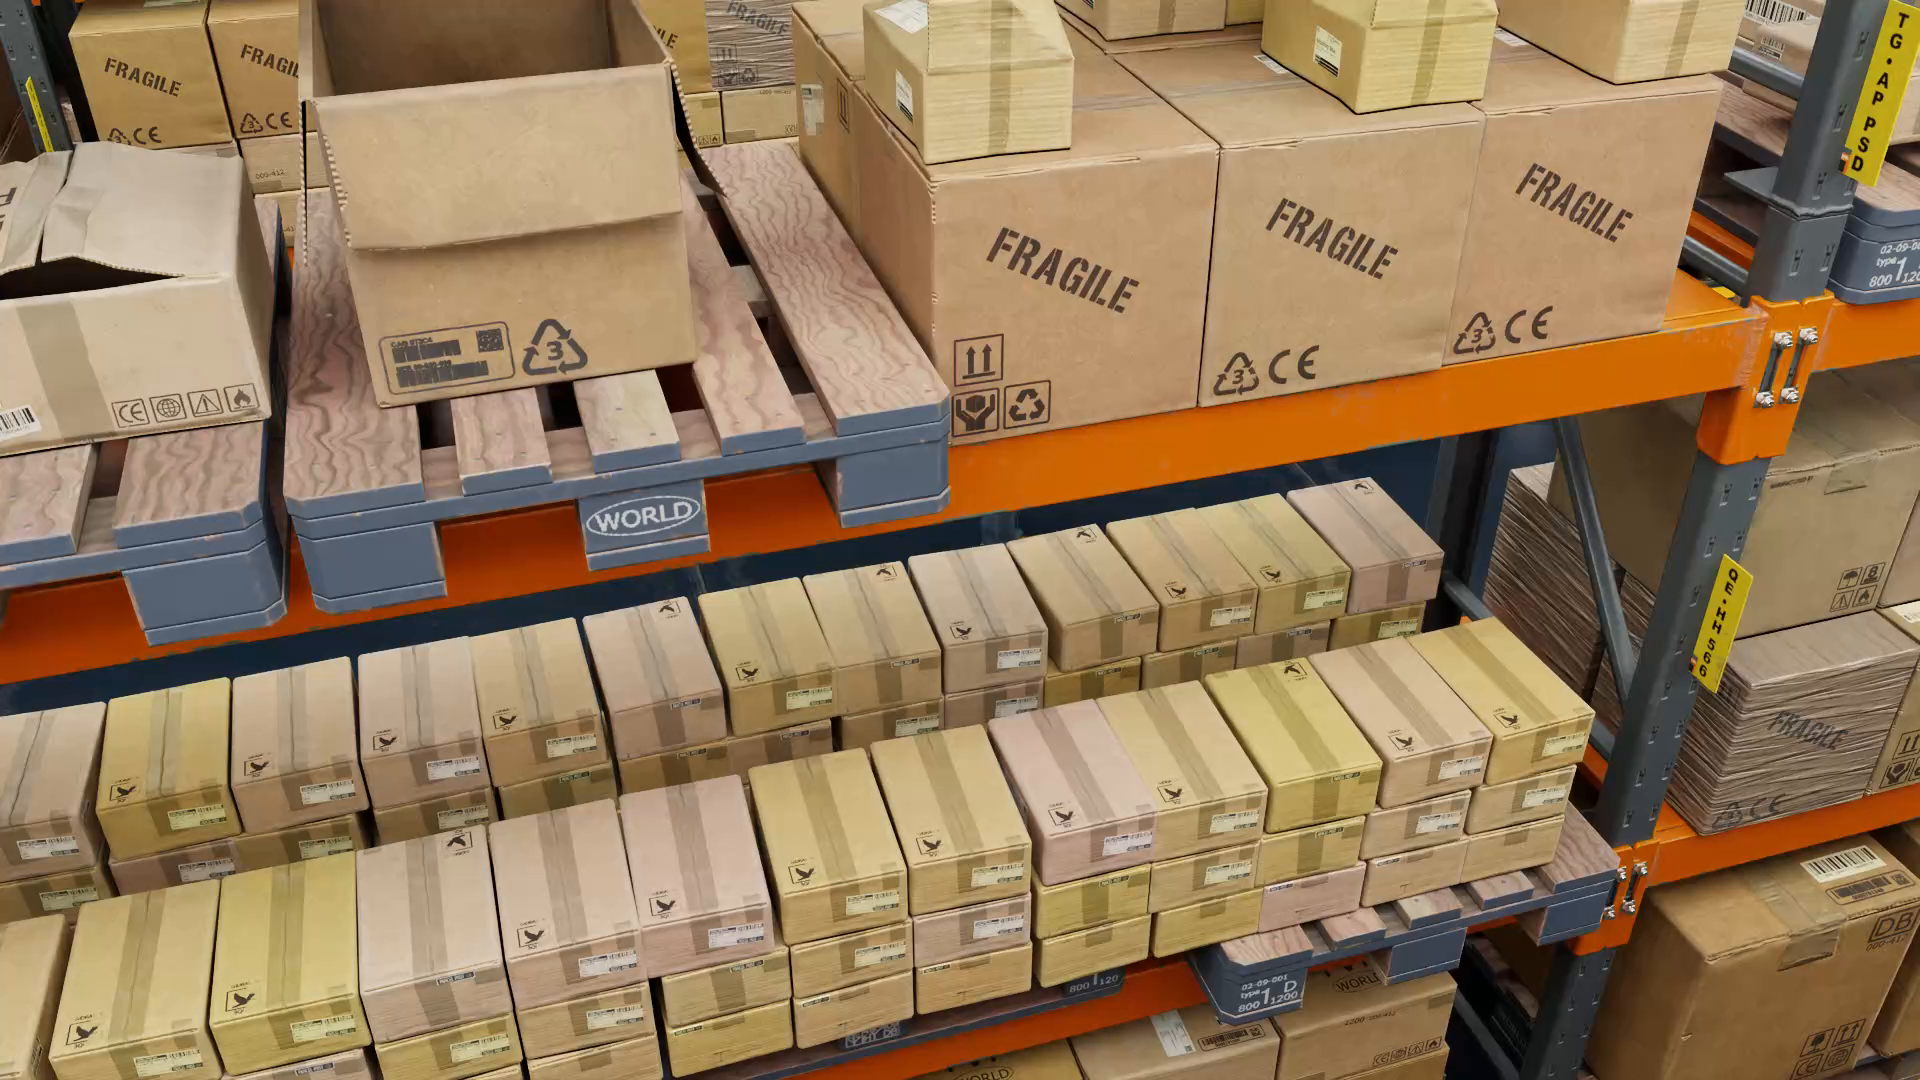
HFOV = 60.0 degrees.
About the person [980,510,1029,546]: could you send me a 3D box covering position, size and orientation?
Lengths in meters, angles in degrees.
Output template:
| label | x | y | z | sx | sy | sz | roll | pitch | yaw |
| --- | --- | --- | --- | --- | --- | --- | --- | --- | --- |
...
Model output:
| label | x | y | z | sx | sy | sz | roll | pitch | yaw |
| --- | --- | --- | --- | --- | --- | --- | --- | --- | --- |
| person | 0.255 | -0.629 | 7.049 | 0.550 | 1.771 | 0.553 | 15 | 37 | 21 |
